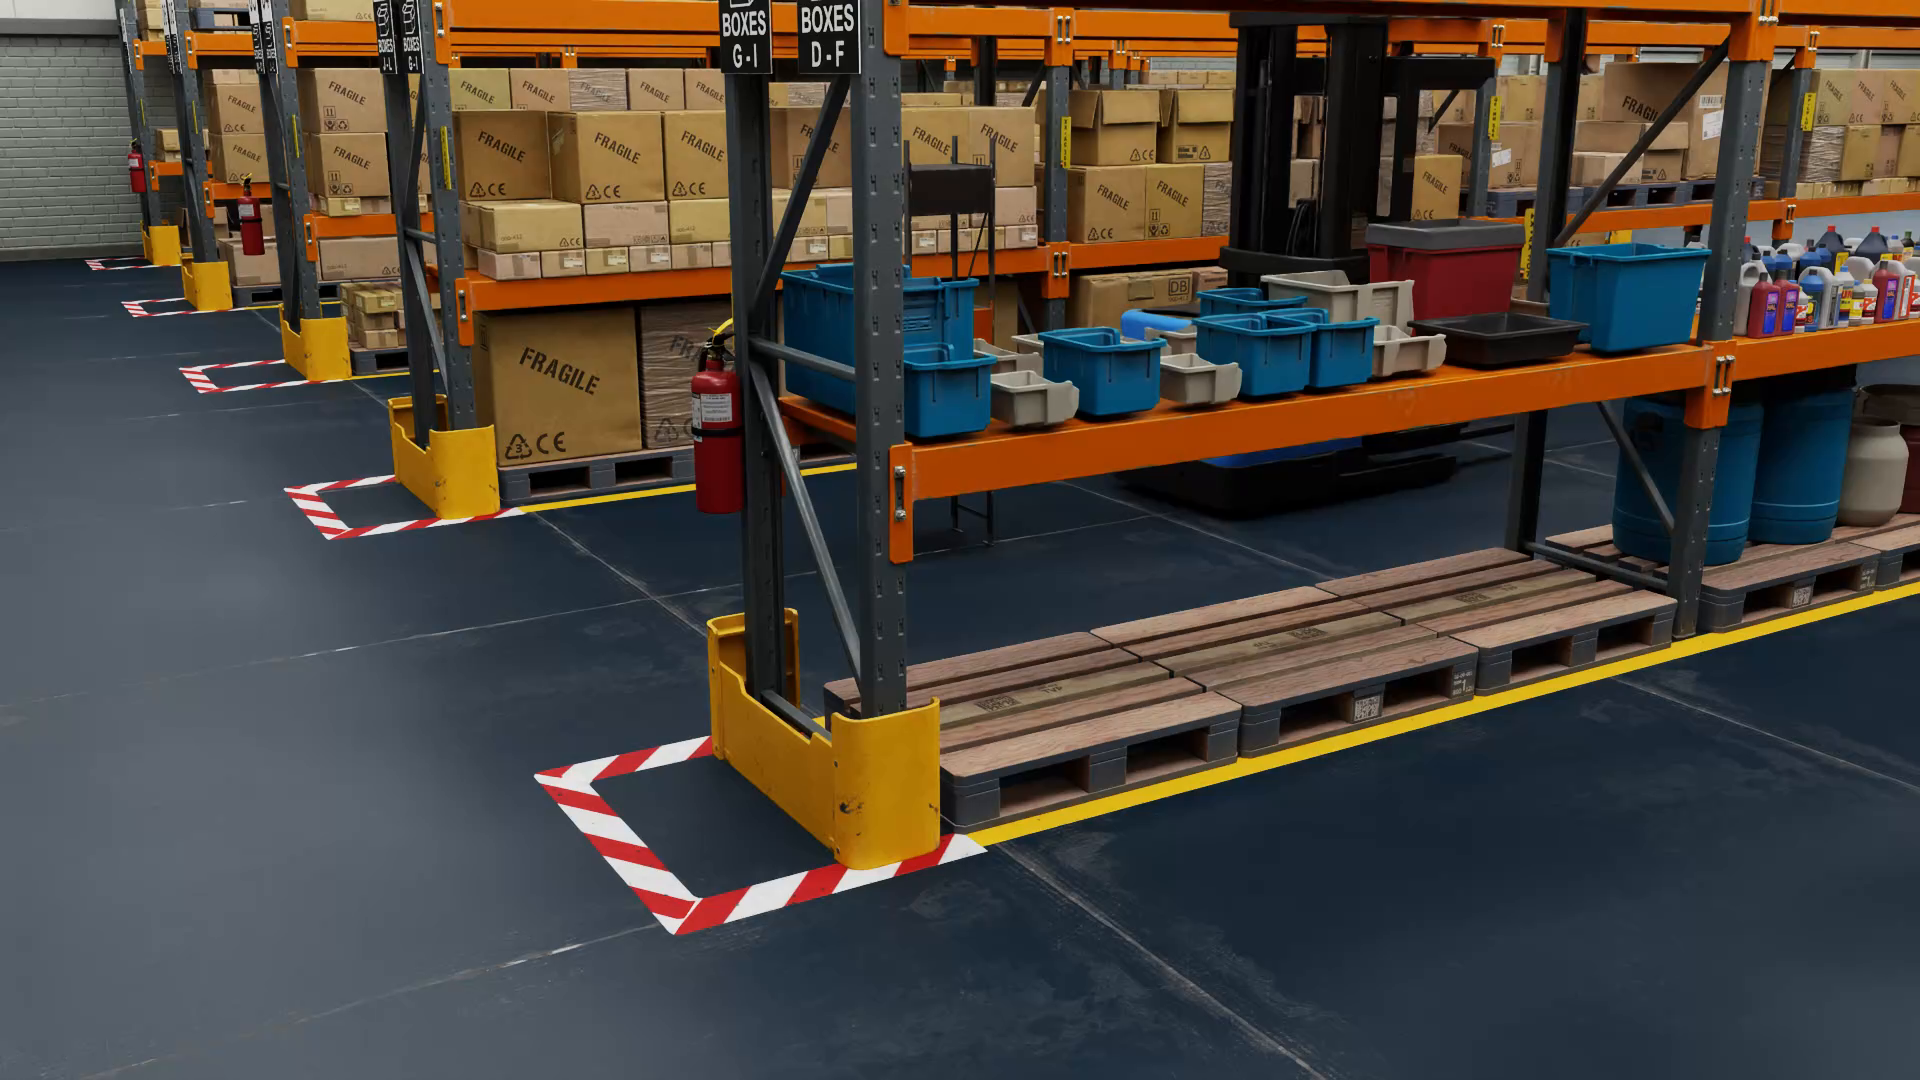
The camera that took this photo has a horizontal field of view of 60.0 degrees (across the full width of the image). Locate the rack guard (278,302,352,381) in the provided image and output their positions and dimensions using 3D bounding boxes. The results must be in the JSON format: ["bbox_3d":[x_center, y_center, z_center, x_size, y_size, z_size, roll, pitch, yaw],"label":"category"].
[{"bbox_3d":[-5.428,-1.681,13.982,0.348,0.500,1.175,-9,18,-30],"label":"rack guard"}]

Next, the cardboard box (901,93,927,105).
[{"bbox_3d":[-0.767,-5.520,21.531,0.500,0.500,0.500,-10,18,-31],"label":"cardboard box"}]

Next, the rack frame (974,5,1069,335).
[{"bbox_3d":[0.403,-2.269,11.446,0.127,3.000,1.000,-9,18,-30],"label":"rack frame"}]

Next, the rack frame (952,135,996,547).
[{"bbox_3d":[0.067,-1.022,8.665,0.015,2.100,0.400,-9,18,-30],"label":"rack frame"}]

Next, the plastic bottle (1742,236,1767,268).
[{"bbox_3d":[3.806,-1.295,8.064,0.185,0.351,0.144,-9,18,-30],"label":"plastic bottle"}]

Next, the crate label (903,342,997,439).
[{"bbox_3d":[-0.093,-0.473,5.240,0.303,0.233,0.416,-9,18,-30],"label":"crate label"}]

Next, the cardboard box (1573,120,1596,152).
[{"bbox_3d":[7.467,-5.027,21.009,0.550,0.550,0.875,-9,18,-30],"label":"cardboard box"}]

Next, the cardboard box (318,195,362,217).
[{"bbox_3d":[-5.047,-2.723,13.531,0.250,0.149,0.380,-9,18,-30],"label":"cardboard box"}]

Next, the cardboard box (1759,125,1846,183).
[{"bbox_3d":[7.678,-3.621,15.532,0.500,0.500,0.875,-9,18,-30],"label":"cardboard box"}]

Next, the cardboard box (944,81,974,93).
[{"bbox_3d":[-0.014,-6.116,22.456,0.250,0.149,0.380,-10,19,-32],"label":"cardboard box"}]

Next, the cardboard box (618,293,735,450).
[{"bbox_3d":[-1.738,-1.126,10.528,0.875,0.875,0.875,-9,18,-30],"label":"cardboard box"}]

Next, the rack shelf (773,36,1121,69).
[{"bbox_3d":[-0.350,-4.806,16.274,4.000,0.370,1.077,-9,18,-30],"label":"rack shelf"}]

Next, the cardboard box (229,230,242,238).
[{"bbox_3d":[-9.731,-4.096,22.469,0.250,0.149,0.380,-10,19,-32],"label":"cardboard box"}]

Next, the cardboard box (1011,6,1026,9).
[{"bbox_3d":[0.584,-5.268,16.404,0.500,0.500,0.500,-9,18,-30],"label":"cardboard box"}]

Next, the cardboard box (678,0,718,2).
[{"bbox_3d":[-2.346,-4.672,14.739,0.500,0.250,0.500,-9,18,-28],"label":"cardboard box"}]

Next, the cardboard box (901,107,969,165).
[{"bbox_3d":[-0.285,-2.507,10.632,0.500,0.500,0.500,-9,18,-29],"label":"cardboard box"}]

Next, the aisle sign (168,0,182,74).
[{"bbox_3d":[-8.041,-5.180,17.016,0.004,0.787,0.394,-9,18,-30],"label":"aisle sign"}]

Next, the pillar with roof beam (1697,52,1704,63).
[{"bbox_3d":[19.612,-11.884,34.633,0.400,9.000,9.100,-9,18,-30],"label":"pillar with roof beam"}]

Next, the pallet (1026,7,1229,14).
[{"bbox_3d":[1.164,-3.760,11.563,1.217,0.209,0.805,-10,19,-32],"label":"pallet"}]

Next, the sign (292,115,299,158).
[{"bbox_3d":[-5.214,-3.166,13.042,0.005,0.325,0.100,-9,18,-30],"label":"sign"}]

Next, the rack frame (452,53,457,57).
[{"bbox_3d":[-7.260,-5.710,23.721,0.127,3.000,1.000,-9,18,-30],"label":"rack frame"}]

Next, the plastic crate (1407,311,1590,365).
[{"bbox_3d":[2.133,-0.802,6.611,0.590,0.125,0.437,-9,18,-30],"label":"plastic crate"}]

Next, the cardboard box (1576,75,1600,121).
[{"bbox_3d":[7.460,-5.550,20.874,0.550,0.550,0.875,-9,18,-30],"label":"cardboard box"}]

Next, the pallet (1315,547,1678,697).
[{"bbox_3d":[2.344,0.331,7.338,1.213,0.211,1.003,-9,18,-30],"label":"pallet"}]

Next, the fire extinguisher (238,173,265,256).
[{"bbox_3d":[-5.947,-2.729,13.924,0.183,0.674,0.296,-9,18,-30],"label":"fire extinguisher"}]

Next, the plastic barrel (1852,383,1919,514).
[{"bbox_3d":[5.004,-0.491,8.794,0.708,0.588,0.600,-9,18,-30],"label":"plastic barrel"}]

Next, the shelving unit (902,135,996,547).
[{"bbox_3d":[-0.142,-0.988,8.544,0.503,2.100,0.431,-9,18,-30],"label":"shelving unit"}]

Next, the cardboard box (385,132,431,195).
[{"bbox_3d":[-4.520,-3.145,13.834,0.500,0.500,0.500,-9,18,-30],"label":"cardboard box"}]

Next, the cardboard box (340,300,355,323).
[{"bbox_3d":[-5.188,-1.987,14.392,0.250,0.149,0.380,-10,18,-31],"label":"cardboard box"}]

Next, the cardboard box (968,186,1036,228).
[{"bbox_3d":[0.160,-2.218,10.991,0.500,0.250,0.500,-10,18,-31],"label":"cardboard box"}]

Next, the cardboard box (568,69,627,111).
[{"bbox_3d":[-3.214,-3.834,14.443,0.500,0.500,0.500,-9,18,-28],"label":"cardboard box"}]

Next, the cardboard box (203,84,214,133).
[{"bbox_3d":[-7.838,-4.657,17.929,0.500,0.500,0.500,-9,18,-28],"label":"cardboard box"}]

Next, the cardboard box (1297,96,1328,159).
[{"bbox_3d":[2.637,-3.168,12.611,0.637,0.503,0.797,-9,18,-28],"label":"cardboard box"}]

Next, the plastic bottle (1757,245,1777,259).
[{"bbox_3d":[3.986,-1.332,8.335,0.135,0.276,0.152,-9,18,-30],"label":"plastic bottle"}]

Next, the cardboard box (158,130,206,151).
[{"bbox_3d":[-10.161,-5.225,21.720,0.500,0.250,0.500,-9,18,-29],"label":"cardboard box"}]

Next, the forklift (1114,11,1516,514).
[{"bbox_3d":[2.431,-1.845,10.061,3.031,2.935,1.130,-11,19,-33],"label":"forklift"}]

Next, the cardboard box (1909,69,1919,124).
[{"bbox_3d":[9.057,-4.269,15.992,0.500,0.500,0.500,-9,18,-30],"label":"cardboard box"}]

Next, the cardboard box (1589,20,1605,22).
[{"bbox_3d":[4.806,-4.275,13.323,0.500,0.250,0.500,-9,18,-28],"label":"cardboard box"}]

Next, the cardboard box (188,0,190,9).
[{"bbox_3d":[-9.733,-6.980,21.495,0.500,0.250,0.500,-9,18,-30],"label":"cardboard box"}]

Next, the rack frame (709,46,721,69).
[{"bbox_3d":[-2.064,-3.430,15.590,0.127,3.000,1.000,-9,18,-30],"label":"rack frame"}]

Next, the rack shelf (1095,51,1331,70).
[{"bbox_3d":[3.872,-7.050,24.277,4.000,0.370,1.077,-9,18,-30],"label":"rack shelf"}]

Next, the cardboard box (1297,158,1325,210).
[{"bbox_3d":[2.663,-2.606,12.465,0.500,0.500,0.500,-10,18,-32],"label":"cardboard box"}]

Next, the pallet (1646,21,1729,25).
[{"bbox_3d":[5.789,-4.529,14.299,1.003,0.211,1.213,-9,18,-30],"label":"pallet"}]

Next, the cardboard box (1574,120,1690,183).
[{"bbox_3d":[5.822,-3.371,14.407,0.637,0.503,0.797,-7,17,-24],"label":"cardboard box"}]

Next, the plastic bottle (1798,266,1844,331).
[{"bbox_3d":[3.861,-1.090,7.472,0.135,0.276,0.152,-9,18,-30],"label":"plastic bottle"}]

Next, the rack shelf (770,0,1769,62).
[{"bbox_3d":[1.240,-1.943,6.059,4.000,0.370,1.077,-9,18,-30],"label":"rack shelf"}]

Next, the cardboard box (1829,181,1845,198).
[{"bbox_3d":[8.021,-3.293,15.566,0.250,0.149,0.380,-9,18,-30],"label":"cardboard box"}]

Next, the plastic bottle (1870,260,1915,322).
[{"bbox_3d":[4.341,-1.168,7.749,0.135,0.276,0.152,-9,18,-30],"label":"plastic bottle"}]

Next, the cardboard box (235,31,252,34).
[{"bbox_3d":[-9.368,-6.591,21.772,0.250,0.149,0.380,-9,18,-30],"label":"cardboard box"}]

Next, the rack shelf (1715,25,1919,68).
[{"bbox_3d":[8.975,-4.757,16.098,4.000,0.370,1.077,-9,18,-30],"label":"rack shelf"}]

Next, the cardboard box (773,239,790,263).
[{"bbox_3d":[-1.233,-1.779,10.164,0.250,0.149,0.380,-10,18,-31],"label":"cardboard box"}]

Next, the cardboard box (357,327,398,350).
[{"bbox_3d":[-4.879,-1.703,13.931,0.250,0.149,0.380,-9,18,-29],"label":"cardboard box"}]

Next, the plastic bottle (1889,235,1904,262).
[{"bbox_3d":[5.023,-1.507,8.967,0.097,0.271,0.097,0,16,0],"label":"plastic bottle"}]

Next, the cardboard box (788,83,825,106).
[{"bbox_3d":[-2.016,-5.442,20.728,0.500,0.500,0.500,-9,18,-29],"label":"cardboard box"}]

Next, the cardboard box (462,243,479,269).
[{"bbox_3d":[-2.890,-1.718,9.945,0.250,0.149,0.380,-9,18,-29],"label":"cardboard box"}]
